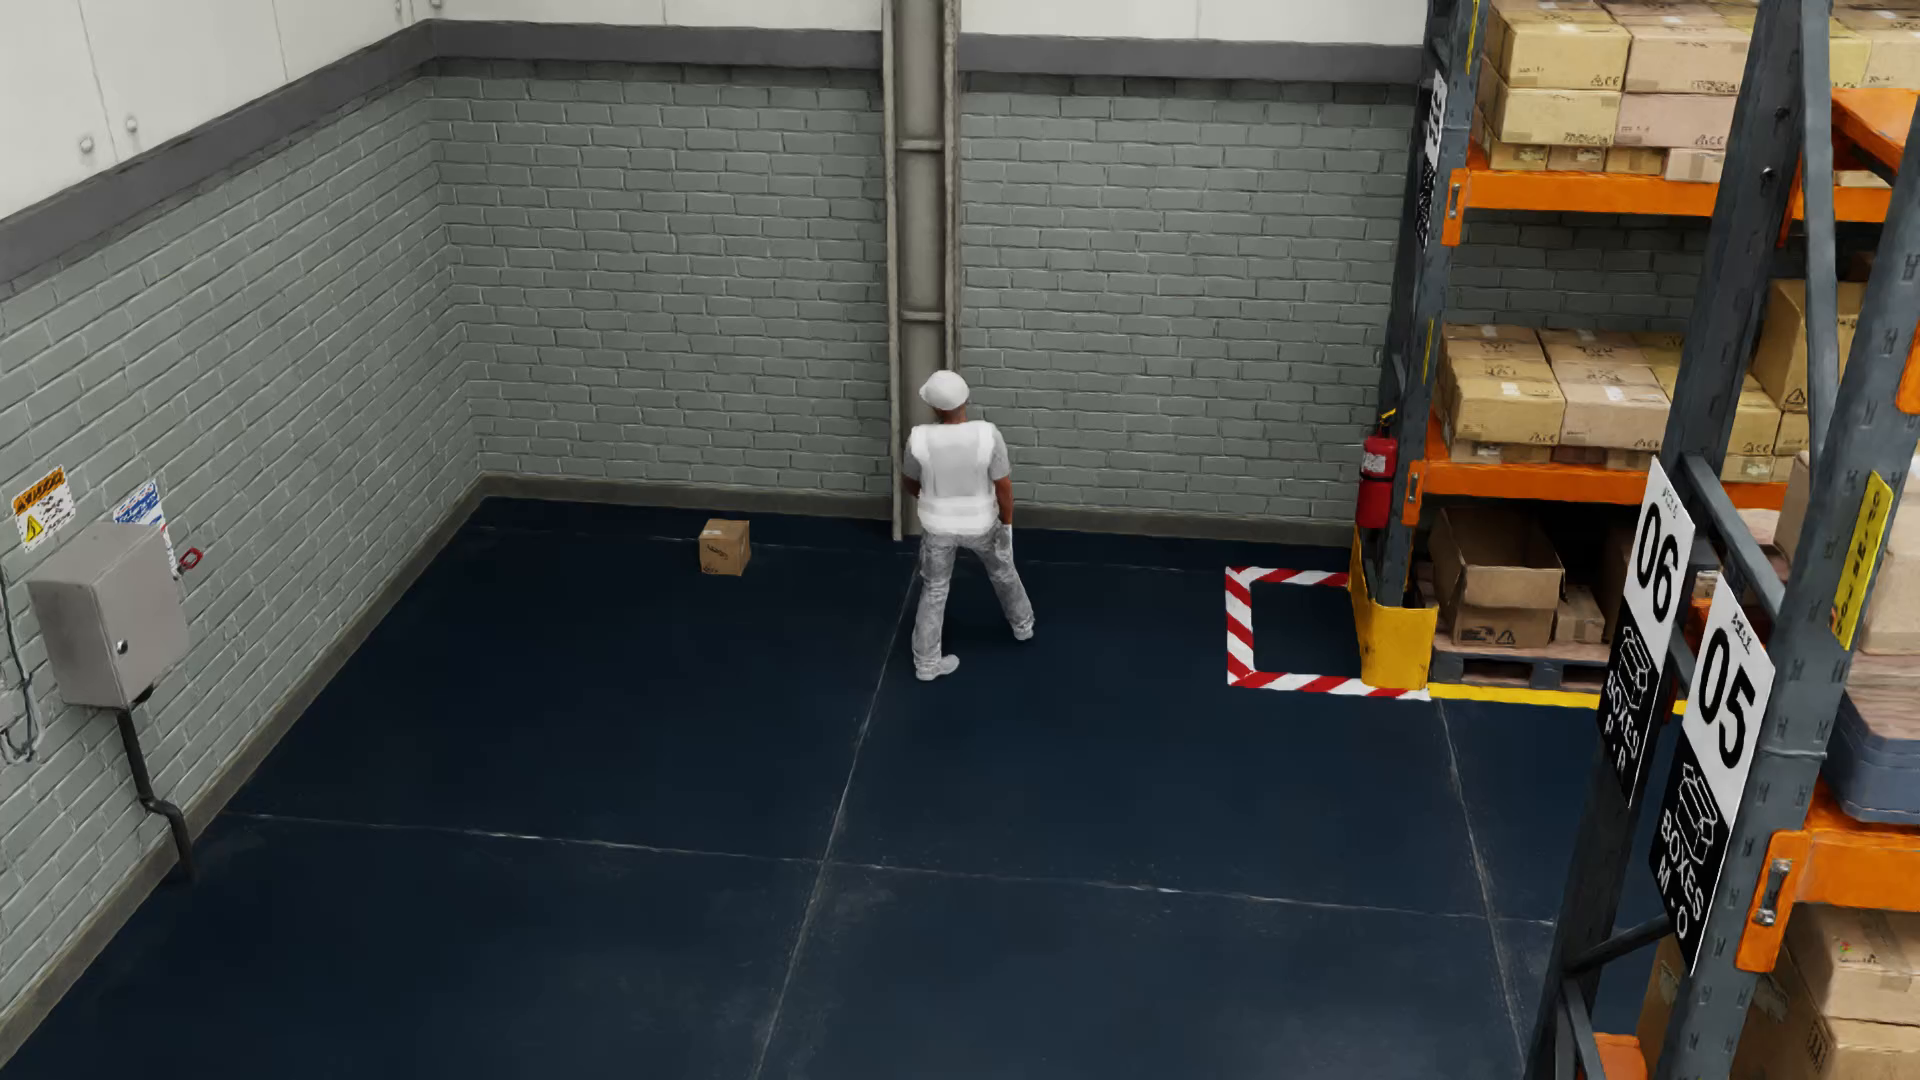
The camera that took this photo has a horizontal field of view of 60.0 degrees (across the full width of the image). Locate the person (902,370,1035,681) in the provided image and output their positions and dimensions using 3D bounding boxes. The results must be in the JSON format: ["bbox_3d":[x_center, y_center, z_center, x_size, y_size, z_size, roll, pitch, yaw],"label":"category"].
[{"bbox_3d":[0.060,-0.148,8.915,0.719,1.771,0.699,1,28,1],"label":"person"}]
